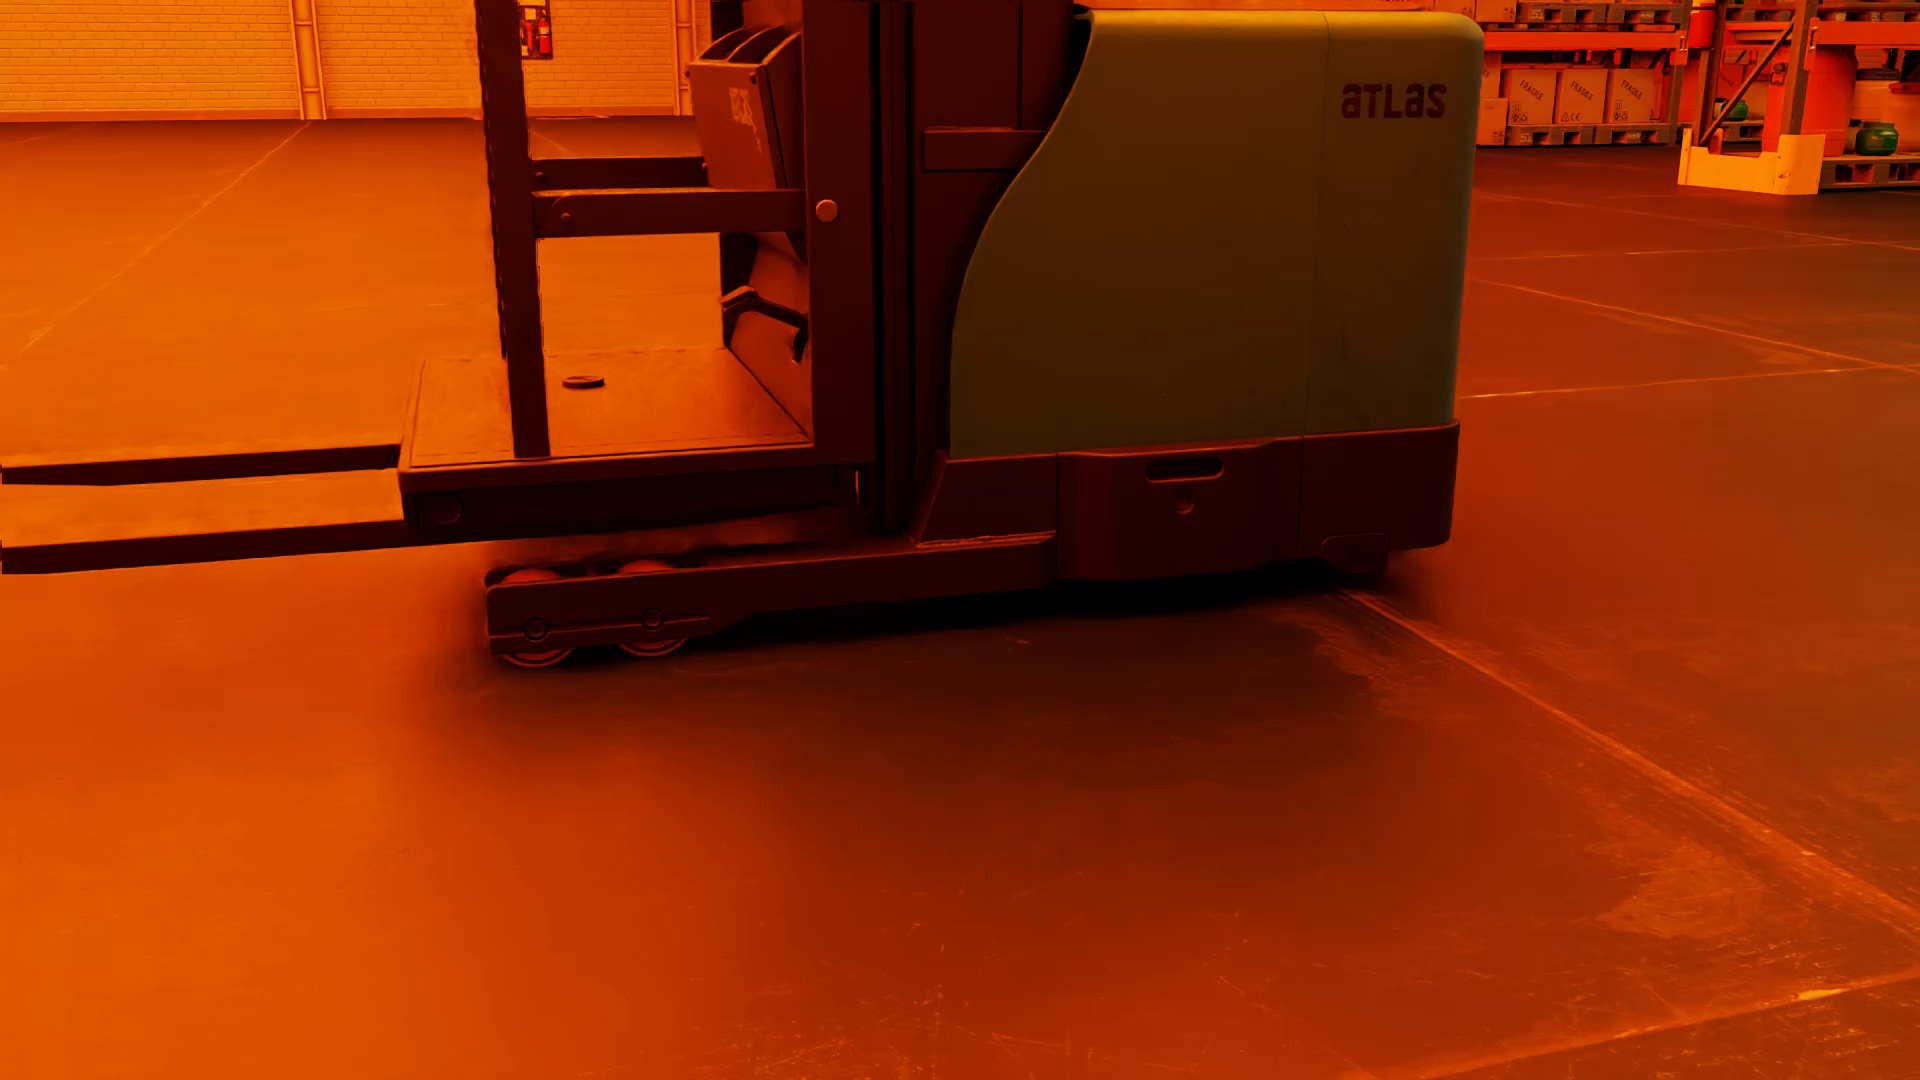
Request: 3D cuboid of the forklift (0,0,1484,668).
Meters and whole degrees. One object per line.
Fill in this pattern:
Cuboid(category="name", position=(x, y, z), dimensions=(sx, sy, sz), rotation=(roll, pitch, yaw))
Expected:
Cuboid(category="forklift", position=(-0.592, -1.354, 2.975), dimensions=(3.031, 2.935, 1.130), rotation=(-5, 17, -15))
